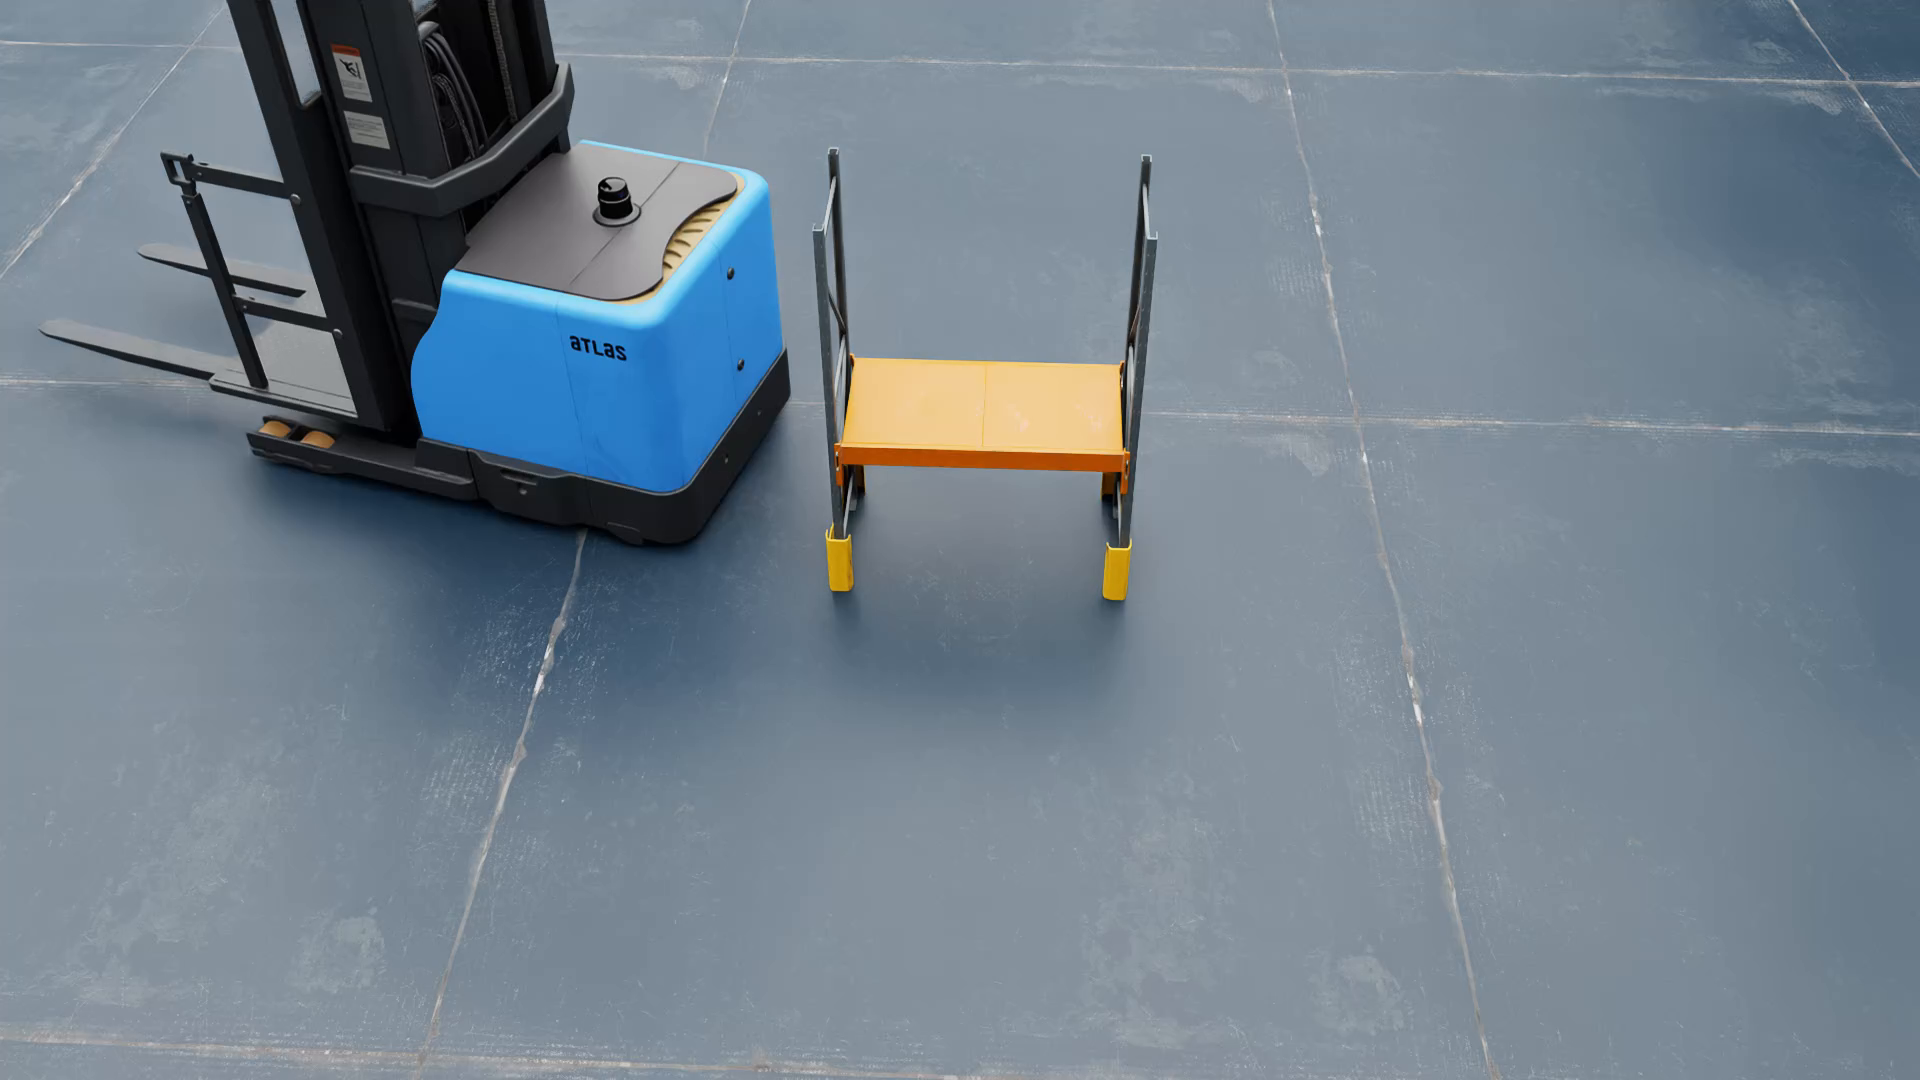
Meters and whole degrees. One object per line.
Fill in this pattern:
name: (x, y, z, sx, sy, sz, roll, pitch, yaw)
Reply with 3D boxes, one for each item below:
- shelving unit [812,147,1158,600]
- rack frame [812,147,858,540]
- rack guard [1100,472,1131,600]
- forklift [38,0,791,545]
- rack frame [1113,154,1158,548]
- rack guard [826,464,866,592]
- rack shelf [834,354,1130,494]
shelving unit: (0.076, -0.546, 5.736, 1.083, 1.500, 0.587, 2, 43, 2)
rack frame: (-0.423, -0.562, 5.753, 0.032, 1.500, 0.500, 2, 43, 2)
rack guard: (0.574, -0.074, 6.146, 0.087, 0.250, 0.587, 2, 43, 2)
forklift: (-2.264, -1.659, 5.881, 3.031, 2.935, 1.130, 13, 45, 14)
rack frame: (0.593, -0.531, 5.719, 0.032, 1.500, 0.500, 2, 43, 2)
rack guard: (-0.421, -0.104, 6.179, 0.087, 0.250, 0.587, 2, 43, 2)
rack shelf: (0.085, -0.415, 5.859, 1.000, 0.185, 0.538, 2, 43, 2)
